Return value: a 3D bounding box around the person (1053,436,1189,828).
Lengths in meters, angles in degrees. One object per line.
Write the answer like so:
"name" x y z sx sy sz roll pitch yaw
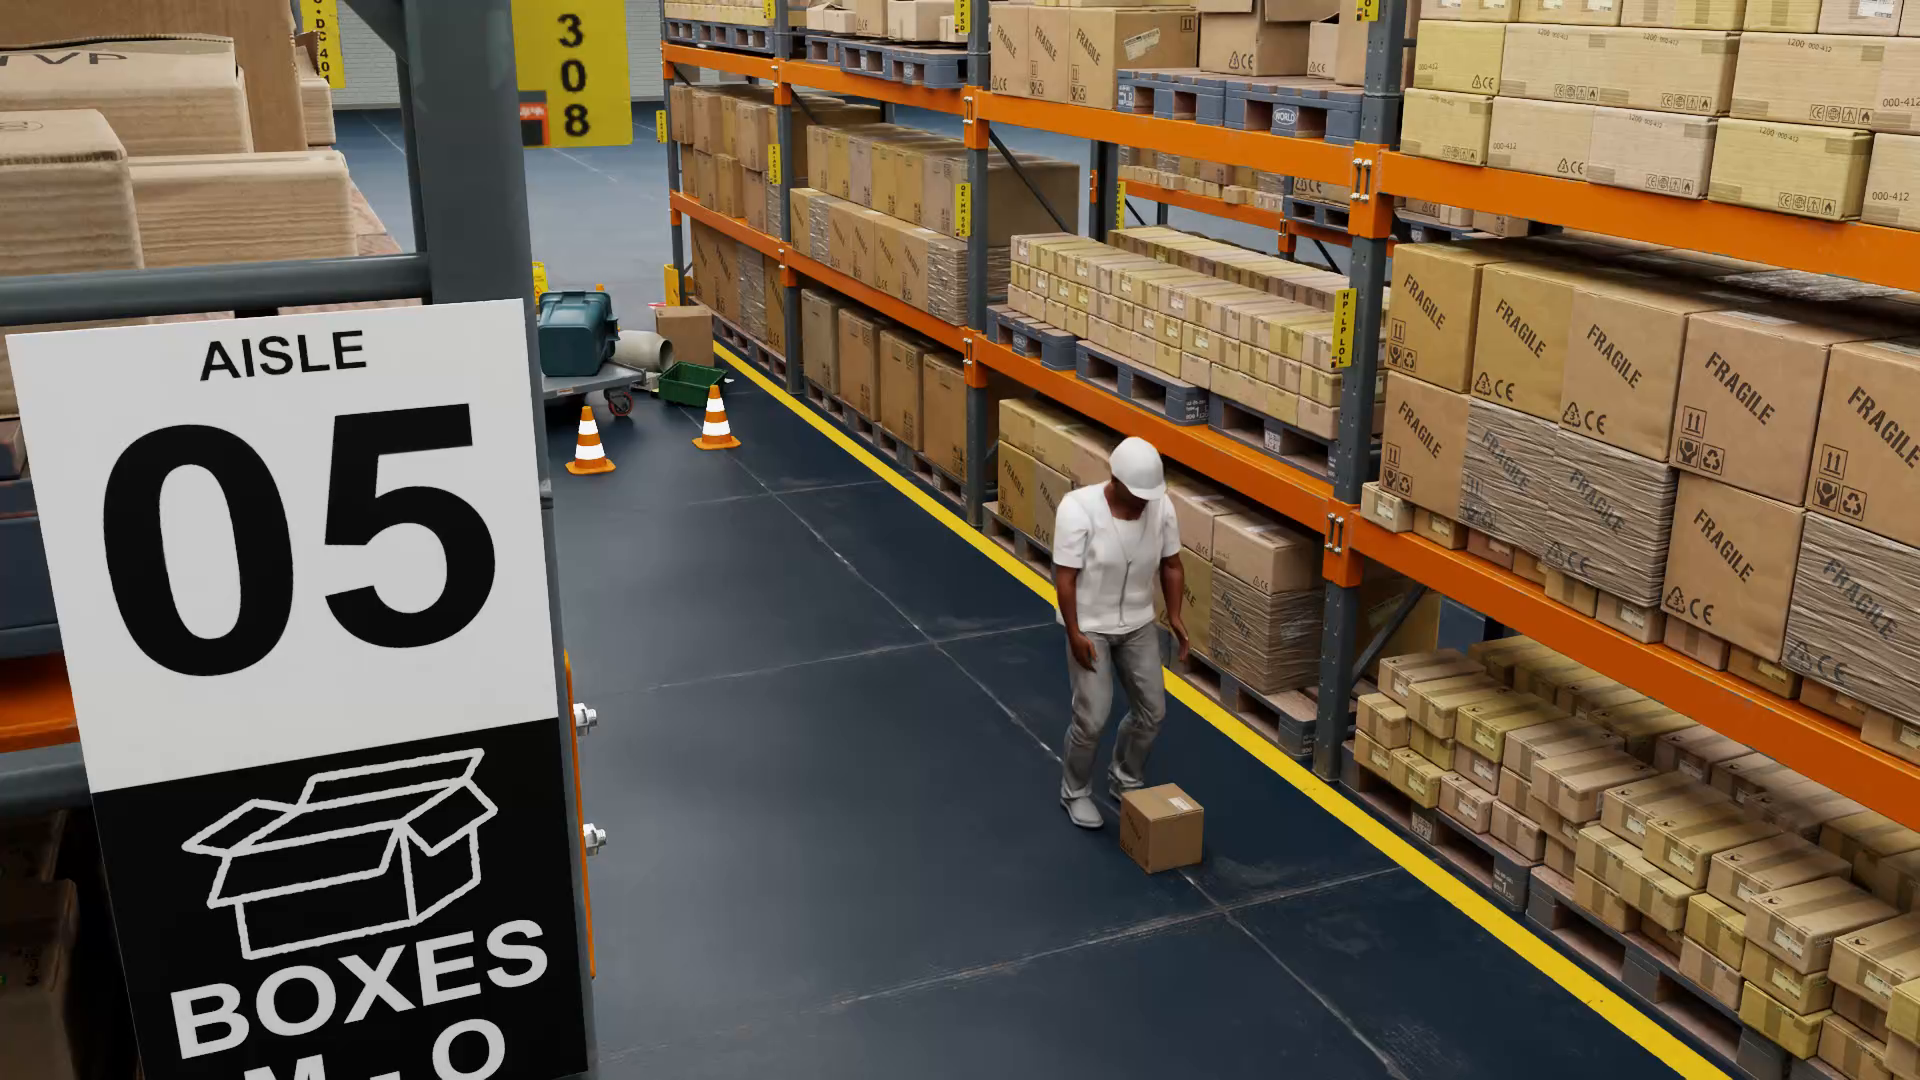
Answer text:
"person" 0.673 0.372 7.028 0.595 1.704 0.472 -7 20 -21
